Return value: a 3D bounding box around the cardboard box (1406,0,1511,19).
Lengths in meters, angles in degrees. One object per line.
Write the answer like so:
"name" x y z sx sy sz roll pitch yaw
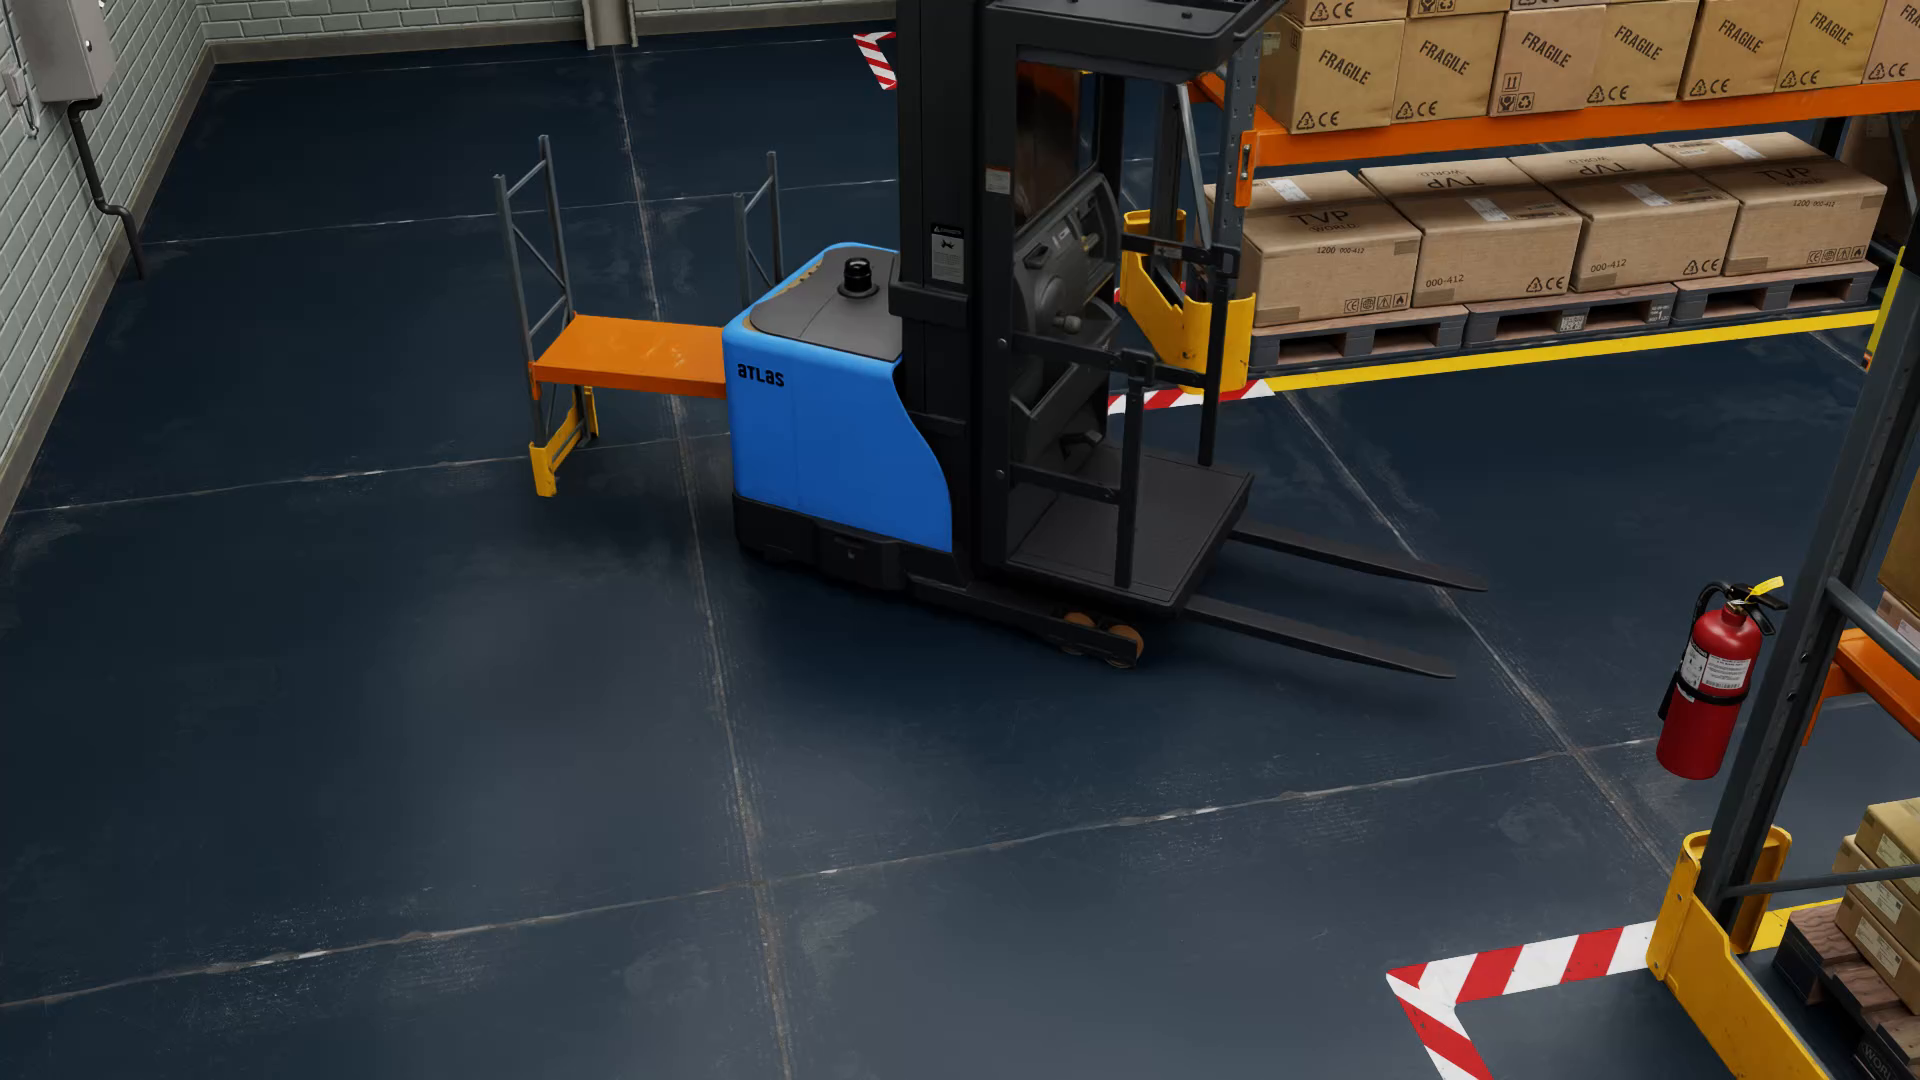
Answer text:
"cardboard box" 2.222 -2.735 7.647 0.500 0.500 0.500 -8 35 -12

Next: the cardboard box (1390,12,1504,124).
"cardboard box" 2.207 -2.329 7.939 0.500 0.500 0.500 -8 35 -11

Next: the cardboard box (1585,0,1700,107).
"cardboard box" 3.192 -2.452 8.123 0.500 0.500 0.500 -6 34 -9

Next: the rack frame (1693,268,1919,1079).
"rack frame" 2.379 0.371 4.005 0.127 3.000 1.000 -7 35 -11

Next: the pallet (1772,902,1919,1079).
"pallet" 3.254 1.439 4.917 1.213 0.211 1.003 -7 35 -11

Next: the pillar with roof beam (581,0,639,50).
"pillar with roof beam" -1.789 -5.314 7.093 0.400 9.000 9.100 -7 35 -11

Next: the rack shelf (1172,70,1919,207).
"rack shelf" 3.139 -2.254 8.563 4.000 0.370 1.077 -7 35 -11

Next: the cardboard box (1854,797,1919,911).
"cardboard box" 2.840 0.930 4.819 0.250 0.149 0.380 -7 34 -10

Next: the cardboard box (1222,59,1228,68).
"cardboard box" 1.601 -2.552 8.271 0.500 0.500 0.500 -7 34 -10

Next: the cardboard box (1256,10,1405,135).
"cardboard box" 1.720 -2.252 7.824 0.500 0.500 0.500 -7 35 -11

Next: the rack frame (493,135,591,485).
"rack frame" -1.834 -0.984 7.370 0.032 1.500 0.500 6 34 9

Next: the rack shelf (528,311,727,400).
"rack shelf" -1.335 -0.780 7.389 1.000 0.185 0.538 6 34 9

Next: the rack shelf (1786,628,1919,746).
"rack shelf" 4.330 0.424 4.572 4.000 0.370 1.077 -7 35 -11

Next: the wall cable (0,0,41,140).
"wall cable" -4.630 -2.792 7.808 0.122 1.984 0.588 -7 35 -11

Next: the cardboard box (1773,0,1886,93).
"cardboard box" 4.194 -2.578 8.310 0.500 0.500 0.500 -8 35 -12

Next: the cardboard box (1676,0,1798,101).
"cardboard box" 3.706 -2.508 8.206 0.500 0.500 0.500 -8 35 -11

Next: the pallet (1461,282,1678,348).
"pallet" 3.139 -1.438 9.203 1.213 0.211 1.003 -7 35 -11

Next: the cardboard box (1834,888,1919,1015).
"cardboard box" 2.847 1.202 4.948 0.250 0.149 0.380 -7 34 -10

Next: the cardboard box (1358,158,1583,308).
"cardboard box" 2.701 -1.670 8.969 0.875 0.438 0.875 -6 34 -9

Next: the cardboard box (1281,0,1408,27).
"cardboard box" 1.720 -2.668 7.547 0.500 0.500 0.500 -8 35 -12

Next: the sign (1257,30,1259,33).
"sign" 1.305 -2.397 7.282 0.005 0.325 0.100 -7 35 -11

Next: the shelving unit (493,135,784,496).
"shelving unit" -1.344 -0.930 7.290 1.083 1.500 0.587 6 34 9

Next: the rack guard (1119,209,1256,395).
"rack guard" 1.165 -1.266 8.688 0.348 0.500 1.175 -7 35 -11

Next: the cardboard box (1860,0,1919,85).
"cardboard box" 4.694 -2.644 8.409 0.500 0.500 0.500 -7 34 -10

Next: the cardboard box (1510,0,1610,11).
"cardboard box" 2.722 -2.803 7.748 0.500 0.500 0.500 -7 35 -11

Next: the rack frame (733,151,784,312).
"rack frame" -0.837 -0.875 7.208 0.032 1.500 0.500 6 34 9

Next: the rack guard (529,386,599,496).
"rack guard" -1.833 -0.465 7.718 0.087 0.250 0.587 6 34 9

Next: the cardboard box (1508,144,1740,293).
"cardboard box" 3.581 -1.780 9.133 0.875 0.438 0.875 -8 35 -12

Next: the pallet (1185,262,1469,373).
"pallet" 1.951 -1.290 8.983 1.213 0.211 1.003 -7 35 -11

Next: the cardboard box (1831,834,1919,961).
"cardboard box" 2.831 1.037 4.928 0.250 0.149 0.380 -8 35 -12

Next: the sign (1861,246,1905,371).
"sign" 2.276 -0.545 4.048 0.005 0.325 0.100 -7 35 -11

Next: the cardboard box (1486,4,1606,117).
"cardboard box" 2.708 -2.382 8.017 0.500 0.500 0.500 -7 35 -11

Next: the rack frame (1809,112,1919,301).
"rack frame" 5.090 -2.799 8.729 0.127 3.000 1.000 -7 35 -11

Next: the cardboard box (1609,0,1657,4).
"cardboard box" 3.209 -2.865 7.840 0.500 0.500 0.500 -7 35 -10

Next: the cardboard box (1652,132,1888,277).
"cardboard box" 4.454 -1.890 9.298 0.875 0.438 0.875 -8 35 -11

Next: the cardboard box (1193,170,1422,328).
"cardboard box" 1.810 -1.553 8.795 0.875 0.438 0.875 -8 35 -12

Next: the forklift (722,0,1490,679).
"forklift" 0.593 -1.056 6.193 3.031 2.935 1.130 15 37 21

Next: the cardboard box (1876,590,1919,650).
"cardboard box" 2.635 0.281 4.364 0.250 0.149 0.380 -7 35 -10

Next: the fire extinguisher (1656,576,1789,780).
"fire extinguisher" 2.032 0.338 4.459 0.183 0.674 0.296 -7 35 -11

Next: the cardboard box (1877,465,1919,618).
"cardboard box" 2.761 0.011 4.185 0.500 0.500 0.500 -6 34 -10

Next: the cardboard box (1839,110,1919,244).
"cardboard box" 5.677 -2.211 9.382 0.875 0.875 0.875 -6 34 -9

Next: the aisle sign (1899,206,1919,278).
"aisle sign" 2.242 -0.863 3.511 0.004 0.787 0.394 -7 35 -11

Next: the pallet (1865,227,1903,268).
"pallet" 5.826 -1.777 9.708 1.213 0.211 1.003 -7 35 -11

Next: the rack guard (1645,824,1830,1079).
"rack guard" 2.453 1.399 4.716 0.348 0.500 1.175 -7 35 -11

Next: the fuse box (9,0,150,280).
"fuse box" -4.627 -2.226 9.031 0.414 1.711 0.539 -7 35 -11

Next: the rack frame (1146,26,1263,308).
"rack frame" 1.189 -2.307 7.996 0.127 3.000 1.000 -7 35 -11

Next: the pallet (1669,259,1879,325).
"pallet" 4.331 -1.590 9.430 1.213 0.211 1.003 -7 35 -11
